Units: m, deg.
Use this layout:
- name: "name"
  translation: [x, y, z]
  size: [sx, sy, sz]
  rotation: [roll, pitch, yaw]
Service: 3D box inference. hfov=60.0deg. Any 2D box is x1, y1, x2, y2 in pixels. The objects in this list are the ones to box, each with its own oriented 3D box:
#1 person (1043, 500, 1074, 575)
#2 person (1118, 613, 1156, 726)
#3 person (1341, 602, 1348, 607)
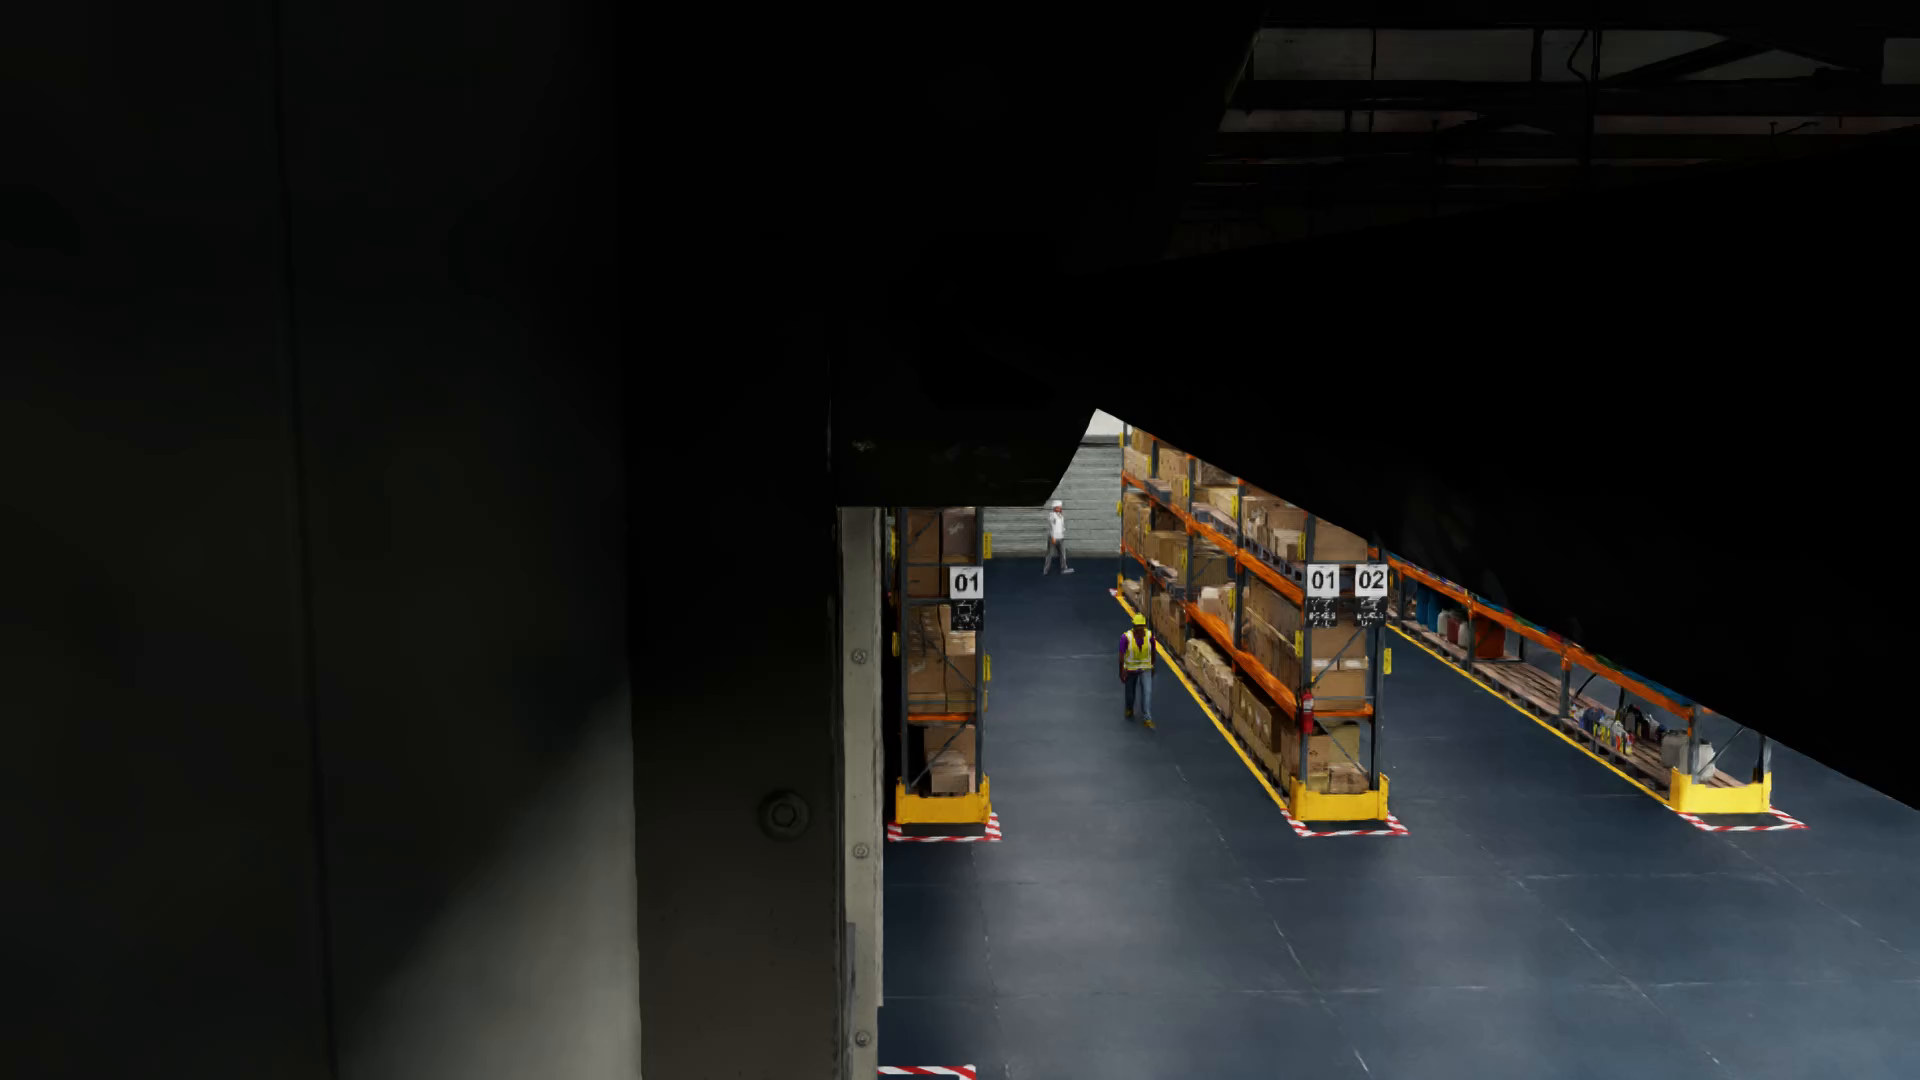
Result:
- name: "person"
  translation: [2.305, -0.080, 39.342]
  size: [0.561, 1.761, 0.737]
  rotation: [5, 10, 33]
- name: "person"
  translation: [2.697, 1.941, 25.300]
  size: [0.577, 1.687, 1.121]
  rotation: [0, 8, 0]
- name: "person"
  translation: [7.886, 0.680, 34.095]
  size: [0.571, 1.716, 1.103]
  rotation: [1, 8, 6]
